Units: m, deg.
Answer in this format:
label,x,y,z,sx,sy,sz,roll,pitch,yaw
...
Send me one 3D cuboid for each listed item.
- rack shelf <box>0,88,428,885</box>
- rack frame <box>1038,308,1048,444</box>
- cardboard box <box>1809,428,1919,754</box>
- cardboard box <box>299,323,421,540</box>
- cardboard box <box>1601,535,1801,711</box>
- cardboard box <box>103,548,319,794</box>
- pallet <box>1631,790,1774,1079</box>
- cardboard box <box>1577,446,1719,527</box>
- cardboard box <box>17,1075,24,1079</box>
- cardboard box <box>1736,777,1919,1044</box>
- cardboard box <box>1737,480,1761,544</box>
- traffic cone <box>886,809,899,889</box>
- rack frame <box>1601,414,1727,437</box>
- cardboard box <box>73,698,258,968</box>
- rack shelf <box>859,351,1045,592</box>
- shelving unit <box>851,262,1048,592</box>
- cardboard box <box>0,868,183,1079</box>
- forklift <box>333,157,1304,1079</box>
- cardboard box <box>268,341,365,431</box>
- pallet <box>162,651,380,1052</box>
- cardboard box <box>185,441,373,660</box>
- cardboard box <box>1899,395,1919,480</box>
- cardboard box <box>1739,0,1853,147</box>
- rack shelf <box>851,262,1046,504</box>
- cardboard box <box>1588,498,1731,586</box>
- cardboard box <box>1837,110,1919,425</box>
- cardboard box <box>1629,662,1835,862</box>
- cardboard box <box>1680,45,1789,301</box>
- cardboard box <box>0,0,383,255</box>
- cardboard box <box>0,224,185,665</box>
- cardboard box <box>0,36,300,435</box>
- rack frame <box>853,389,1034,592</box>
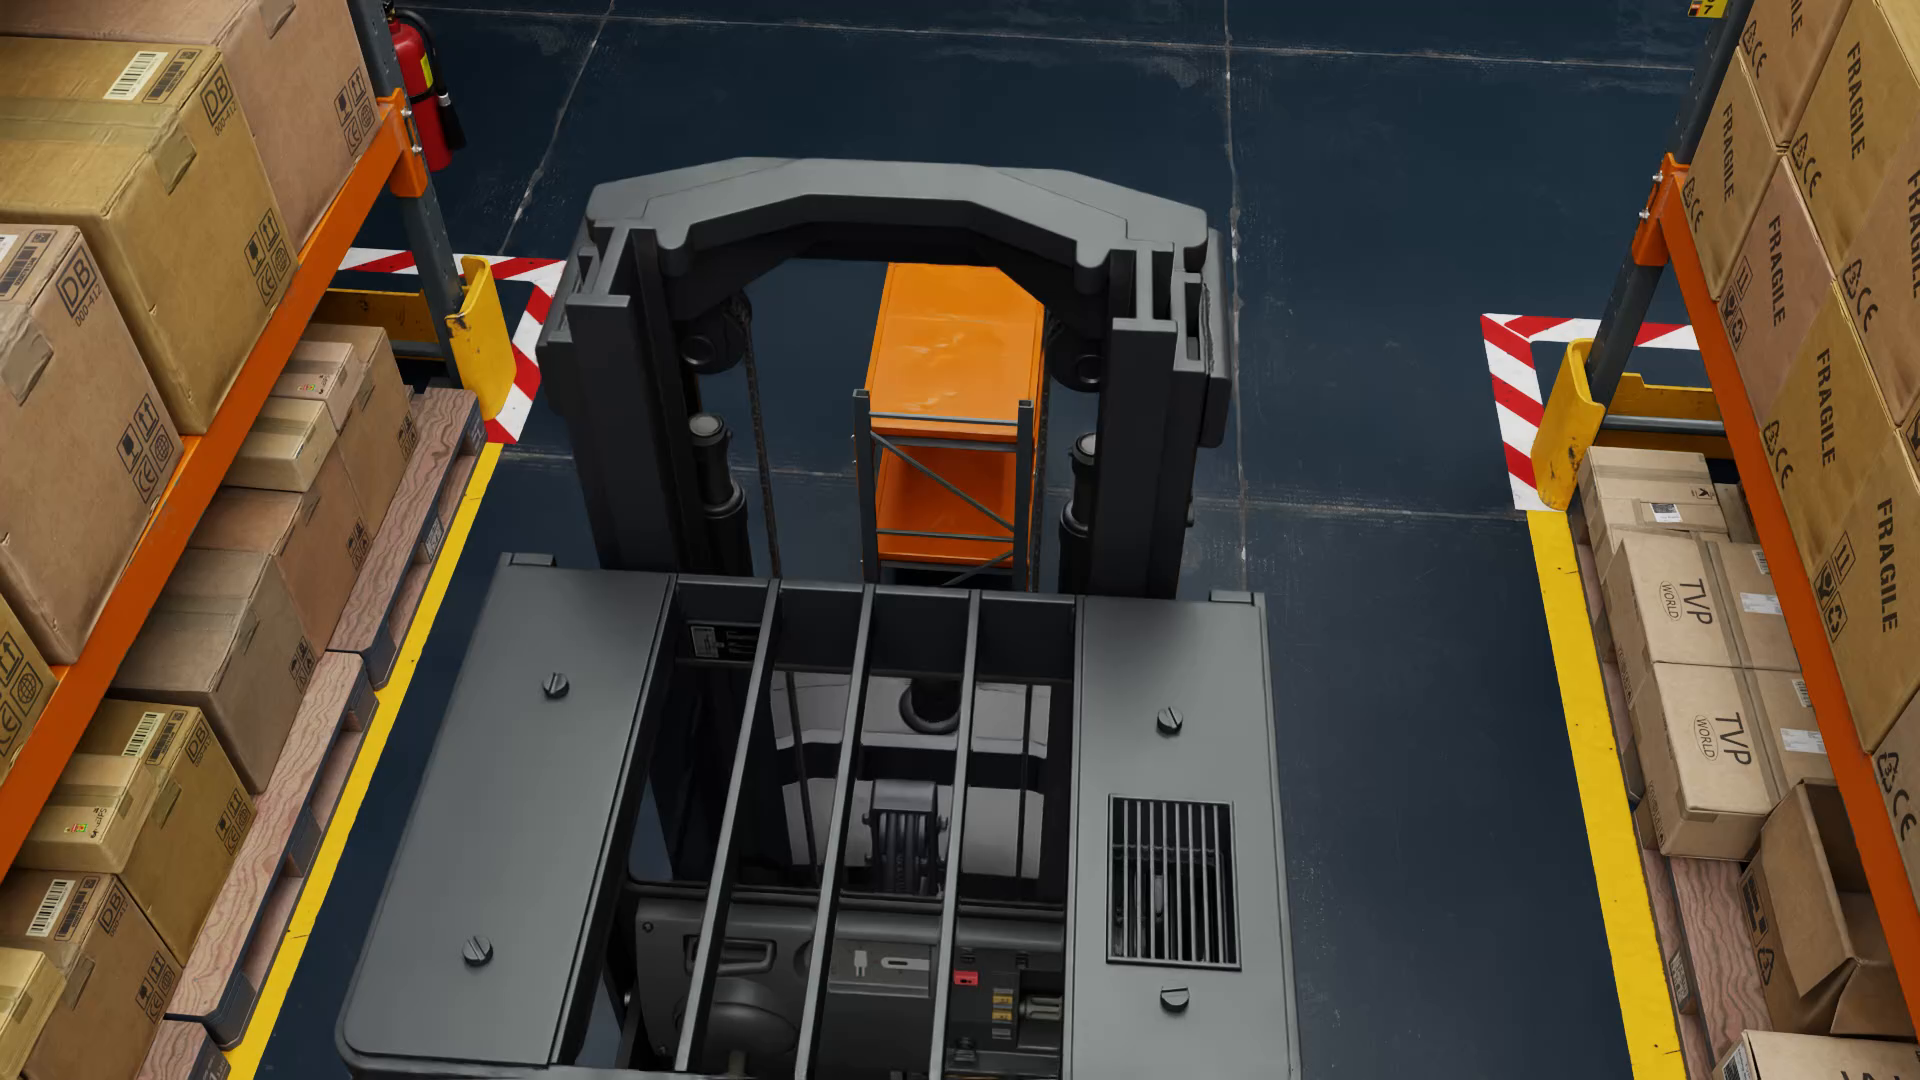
label,x,y,z,sx,sy,sz,roll,pitch,yaw
rack shelf,-2.465,0.120,4.095,1.077,0.370,4.000,4,48,4
rack frame,0.047,-0.758,5.681,0.500,1.125,0.032,4,48,4
cardboard box,2.210,0.128,3.533,0.500,0.500,0.500,4,48,4
cardboard box,-2.247,-0.370,5.465,0.700,0.500,0.500,4,48,4
cardboard box,2.273,0.265,5.040,0.500,0.250,0.500,4,48,4
cardboard box,-2.338,0.368,4.790,0.700,0.500,0.500,2,48,2
pallet,2.458,1.215,4.496,1.003,0.211,1.213,4,48,4
cardboard box,2.270,-0.164,5.501,0.380,0.149,0.250,4,48,4
cardboard box,-2.477,1.506,3.749,0.700,0.500,0.500,4,48,4
cardboard box,2.452,0.990,4.205,0.797,0.503,0.637,4,48,4
cardboard box,2.846,-0.151,5.251,0.500,0.500,0.500,4,48,4
traffic cone,-0.138,0.876,3.480,0.062,1.202,0.307,4,48,4
rack frame,2.647,-1.262,4.872,0.949,2.616,0.053,4,48,4
cardboard box,-2.379,0.760,4.431,0.700,0.500,0.500,5,48,4
rack shelf,0.001,-0.220,5.520,0.538,0.278,1.000,4,48,4
shelving unit,0.001,-0.385,5.339,0.538,1.125,1.048,4,48,4
cardboard box,-2.428,1.137,4.087,0.700,0.500,0.500,3,48,3
forklift,-0.135,0.963,2.883,1.130,2.935,3.031,3,48,3
cardboard box,-2.078,-0.482,5.128,0.380,0.149,0.250,3,48,3
pallet,-2.392,0.835,4.843,1.003,0.211,1.213,4,48,4
cardboard box,-2.293,-0.002,5.128,0.700,0.500,0.500,4,48,3
cardboard box,2.211,-0.200,3.155,0.500,0.500,0.500,3,48,3
cardboard box,2.347,-1.325,4.184,0.500,0.500,0.500,5,48,5
rack shelf,0.001,-0.582,5.123,0.538,0.278,1.000,4,48,4
cardboard box,2.247,0.014,5.326,0.380,0.166,0.250,4,48,4
cardboard box,2.257,-0.573,3.496,0.500,0.500,0.500,4,48,4
cardboard box,2.227,0.633,4.704,0.500,0.250,0.500,4,48,4
cardboard box,2.347,-0.988,4.553,0.500,0.500,0.500,5,48,4
cardboard box,-2.320,-1.318,4.720,0.980,0.700,0.700,6,48,5
cardboard box,-2.453,-0.223,3.718,0.980,0.700,0.700,2,48,2
cardboard box,-2.375,-0.783,4.230,0.980,0.700,0.700,4,48,3
rack frame,-0.046,-0.011,4.998,0.500,1.125,0.032,4,48,4
